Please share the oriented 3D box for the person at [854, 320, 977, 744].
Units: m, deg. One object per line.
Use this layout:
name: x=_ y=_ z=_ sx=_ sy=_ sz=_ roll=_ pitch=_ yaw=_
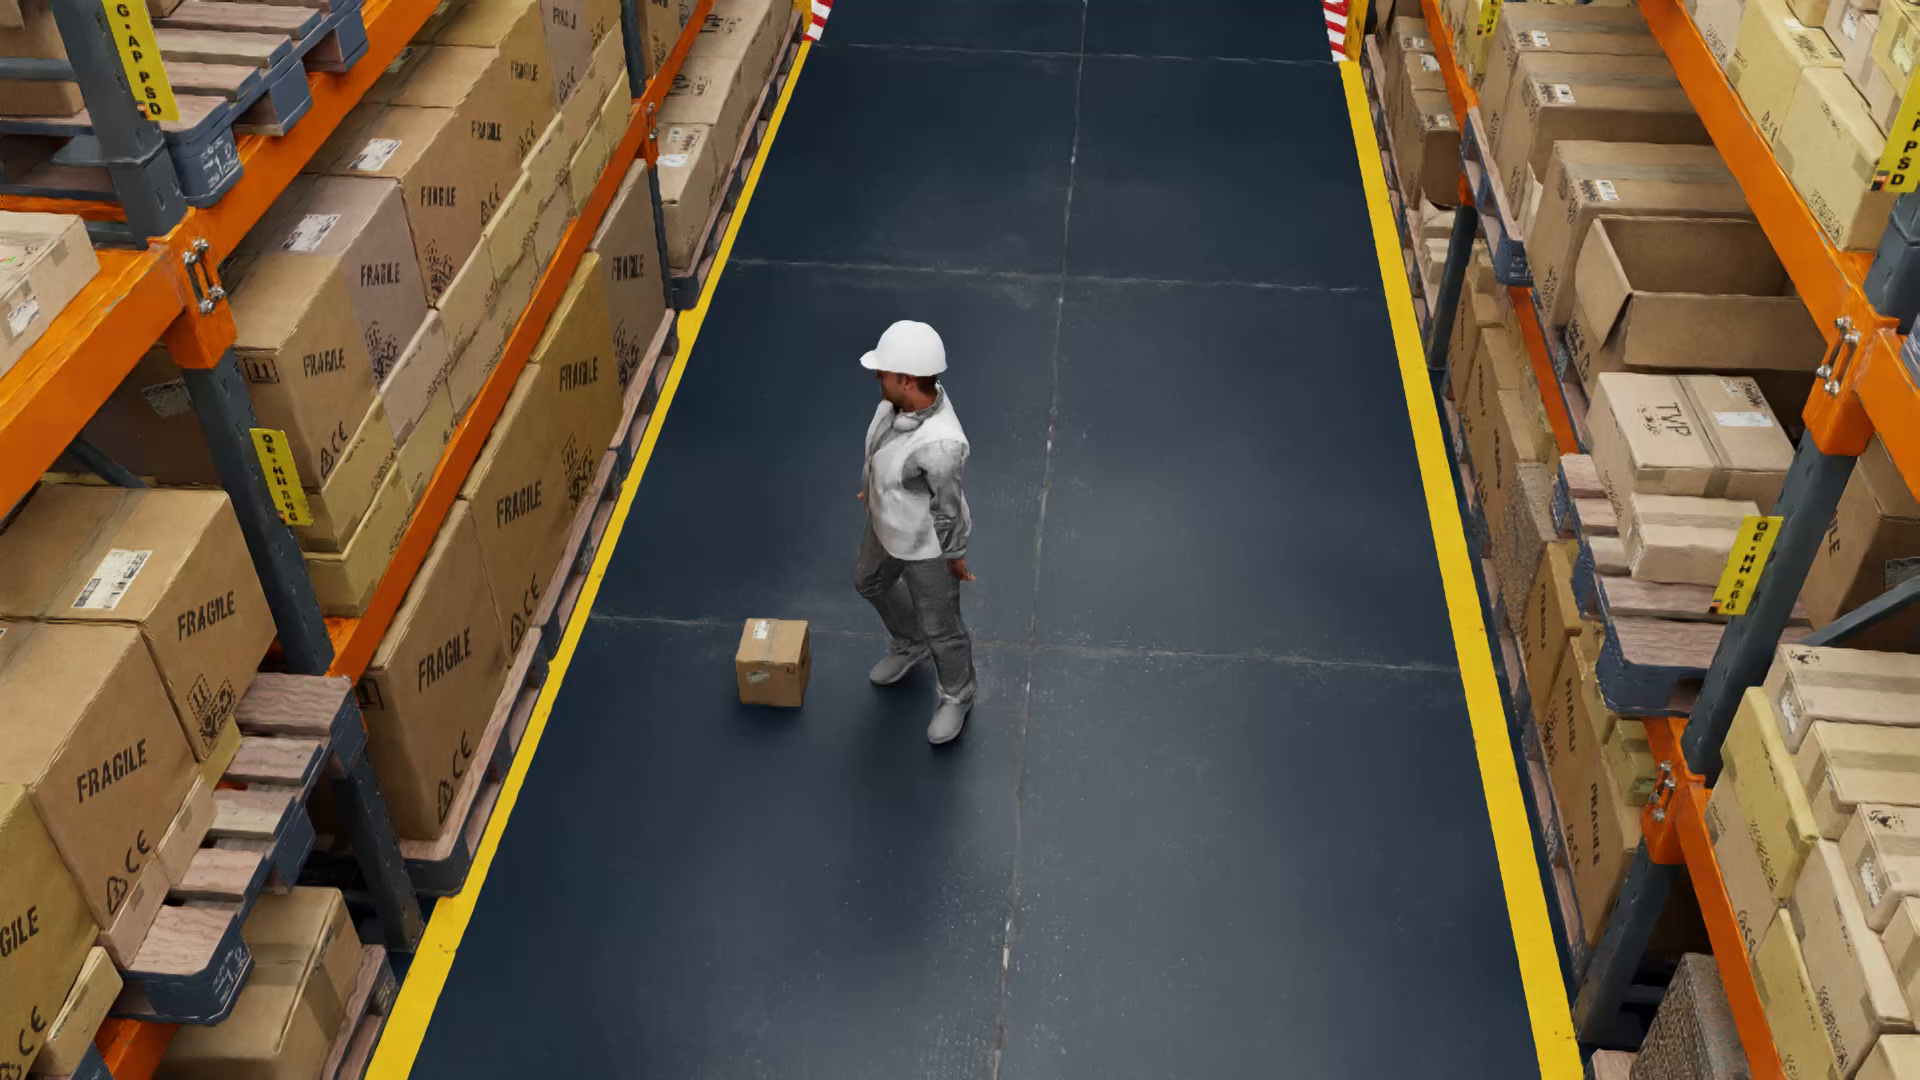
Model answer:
person: x=-0.168 y=-0.056 z=6.179 sx=0.386 sy=1.802 sz=0.630 roll=-15 pitch=42 yaw=-18
